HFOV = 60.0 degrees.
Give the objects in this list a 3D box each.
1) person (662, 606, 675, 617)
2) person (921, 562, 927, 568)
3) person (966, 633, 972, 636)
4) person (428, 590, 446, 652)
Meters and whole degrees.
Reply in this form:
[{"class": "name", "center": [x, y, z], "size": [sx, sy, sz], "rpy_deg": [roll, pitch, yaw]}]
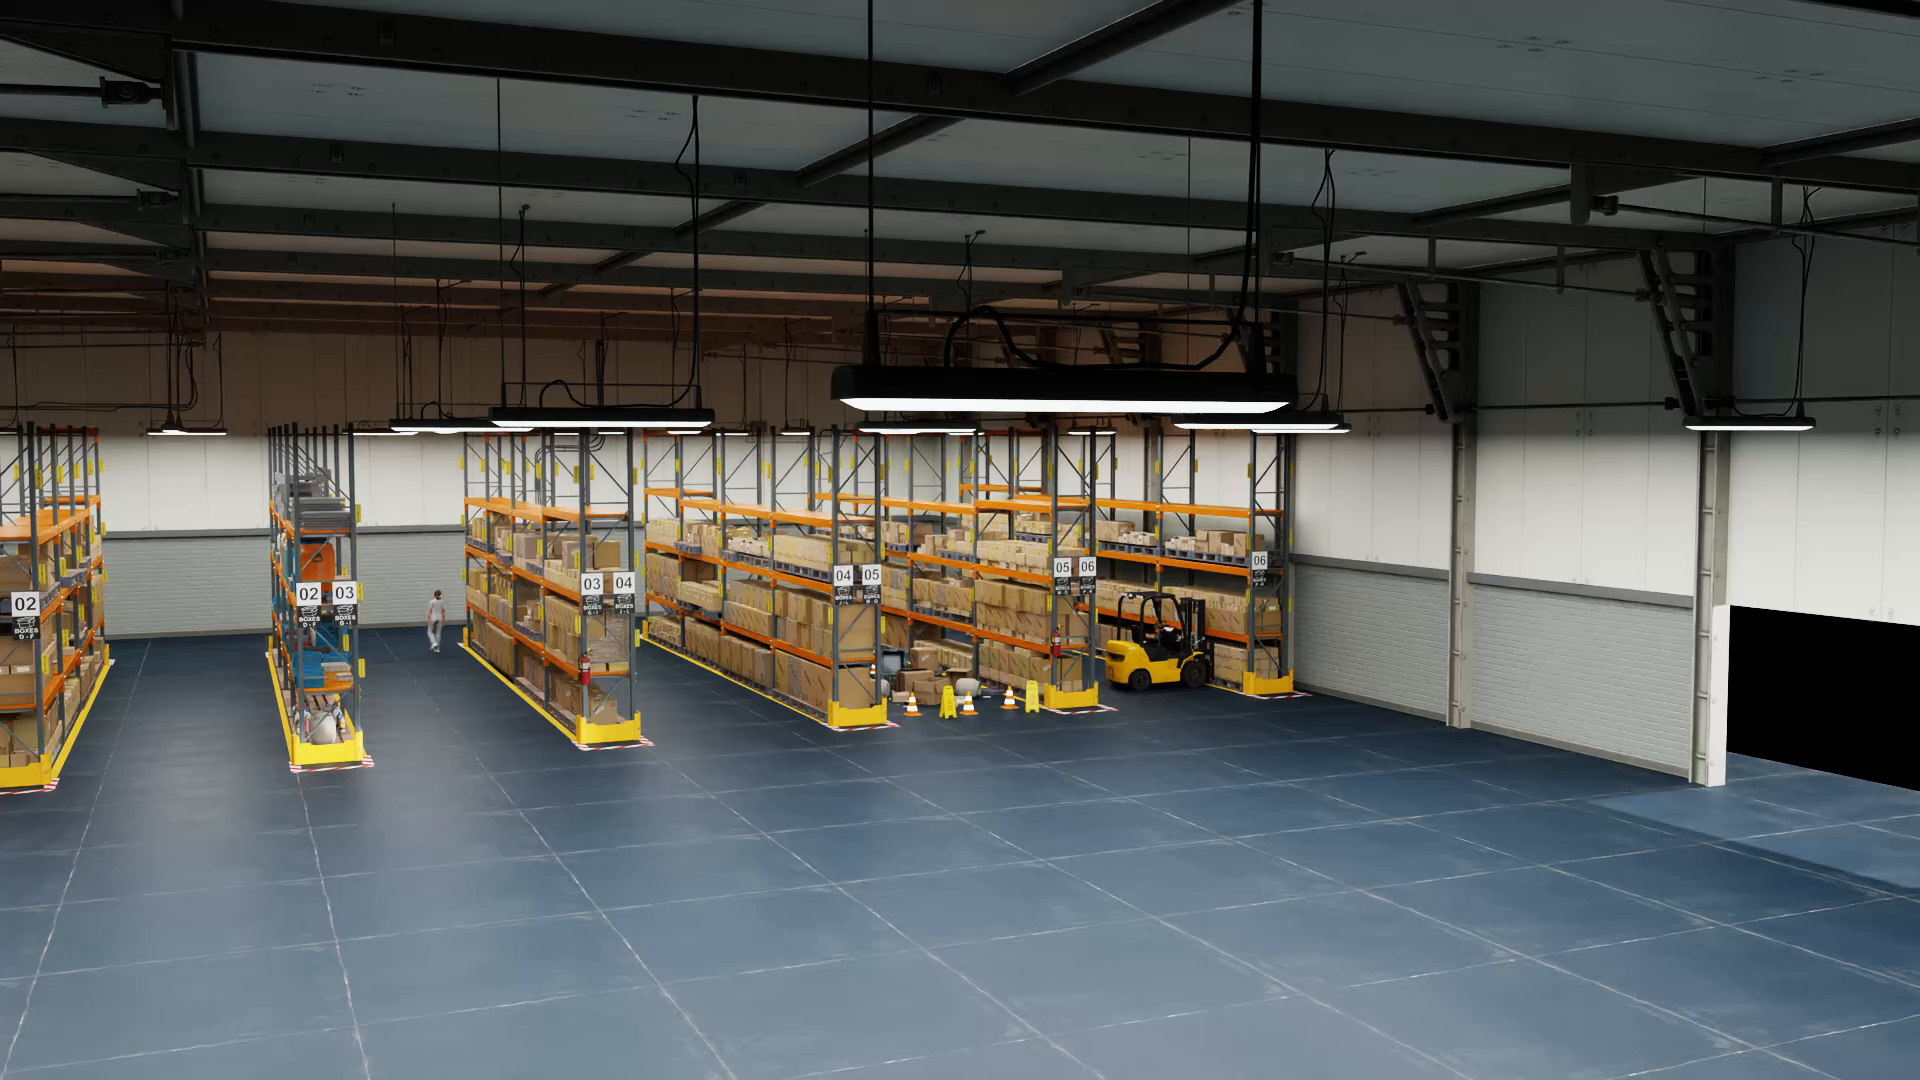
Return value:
[{"class": "person", "center": [-8.566, 1.798, 50.162], "size": [1.066, 1.725, 0.544], "rpy_deg": [-1, 4, -13]}, {"class": "person", "center": [-1.161, 1.523, 55.482], "size": [0.948, 1.603, 0.473], "rpy_deg": [-3, 4, -37]}, {"class": "person", "center": [0.299, 1.948, 48.134], "size": [0.460, 1.670, 0.487], "rpy_deg": [1, 4, 21]}, {"class": "person", "center": [-13.976, 2.166, 44.451], "size": [0.482, 1.668, 0.488], "rpy_deg": [-2, 4, -26]}]
